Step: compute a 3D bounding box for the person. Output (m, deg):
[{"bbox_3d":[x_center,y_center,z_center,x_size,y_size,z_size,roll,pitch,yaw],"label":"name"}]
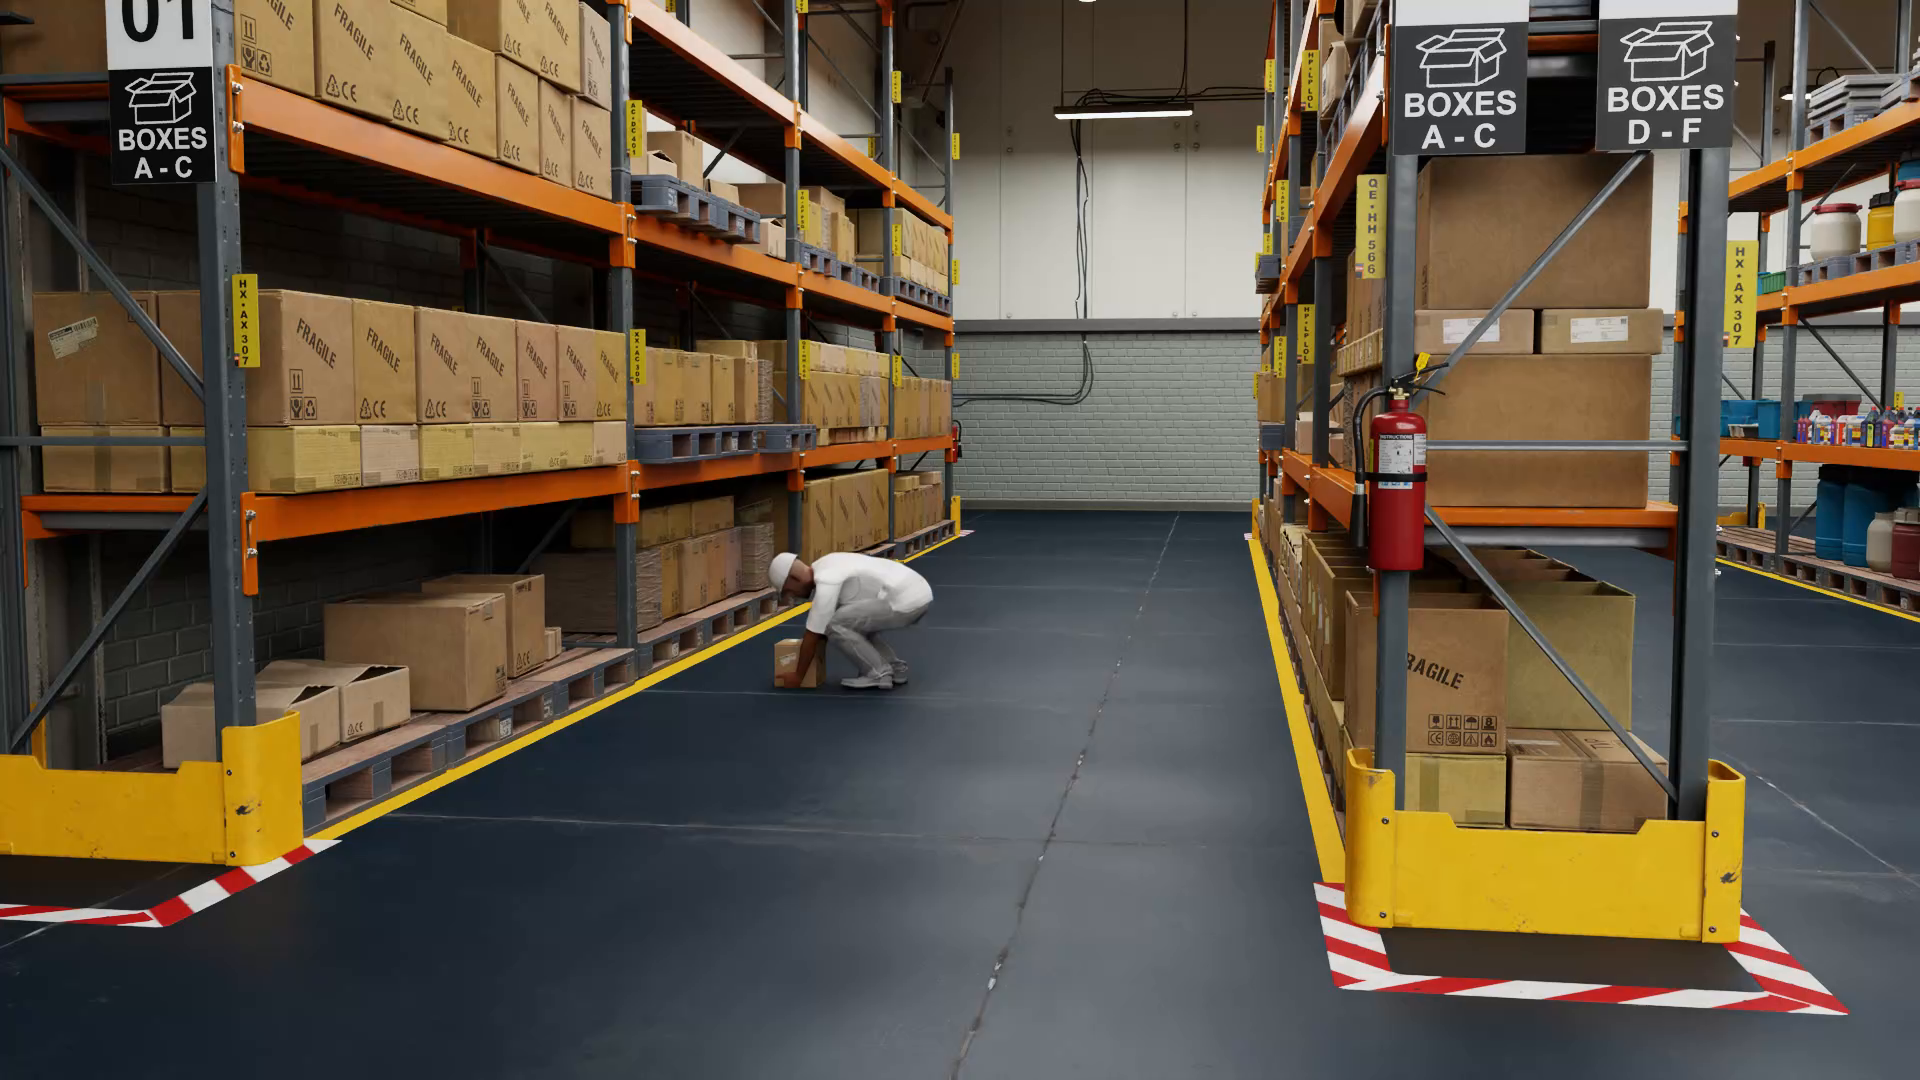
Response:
[{"bbox_3d":[-0.648,0.478,9.789,0.963,0.806,0.528,1,4,7],"label":"person"}]
